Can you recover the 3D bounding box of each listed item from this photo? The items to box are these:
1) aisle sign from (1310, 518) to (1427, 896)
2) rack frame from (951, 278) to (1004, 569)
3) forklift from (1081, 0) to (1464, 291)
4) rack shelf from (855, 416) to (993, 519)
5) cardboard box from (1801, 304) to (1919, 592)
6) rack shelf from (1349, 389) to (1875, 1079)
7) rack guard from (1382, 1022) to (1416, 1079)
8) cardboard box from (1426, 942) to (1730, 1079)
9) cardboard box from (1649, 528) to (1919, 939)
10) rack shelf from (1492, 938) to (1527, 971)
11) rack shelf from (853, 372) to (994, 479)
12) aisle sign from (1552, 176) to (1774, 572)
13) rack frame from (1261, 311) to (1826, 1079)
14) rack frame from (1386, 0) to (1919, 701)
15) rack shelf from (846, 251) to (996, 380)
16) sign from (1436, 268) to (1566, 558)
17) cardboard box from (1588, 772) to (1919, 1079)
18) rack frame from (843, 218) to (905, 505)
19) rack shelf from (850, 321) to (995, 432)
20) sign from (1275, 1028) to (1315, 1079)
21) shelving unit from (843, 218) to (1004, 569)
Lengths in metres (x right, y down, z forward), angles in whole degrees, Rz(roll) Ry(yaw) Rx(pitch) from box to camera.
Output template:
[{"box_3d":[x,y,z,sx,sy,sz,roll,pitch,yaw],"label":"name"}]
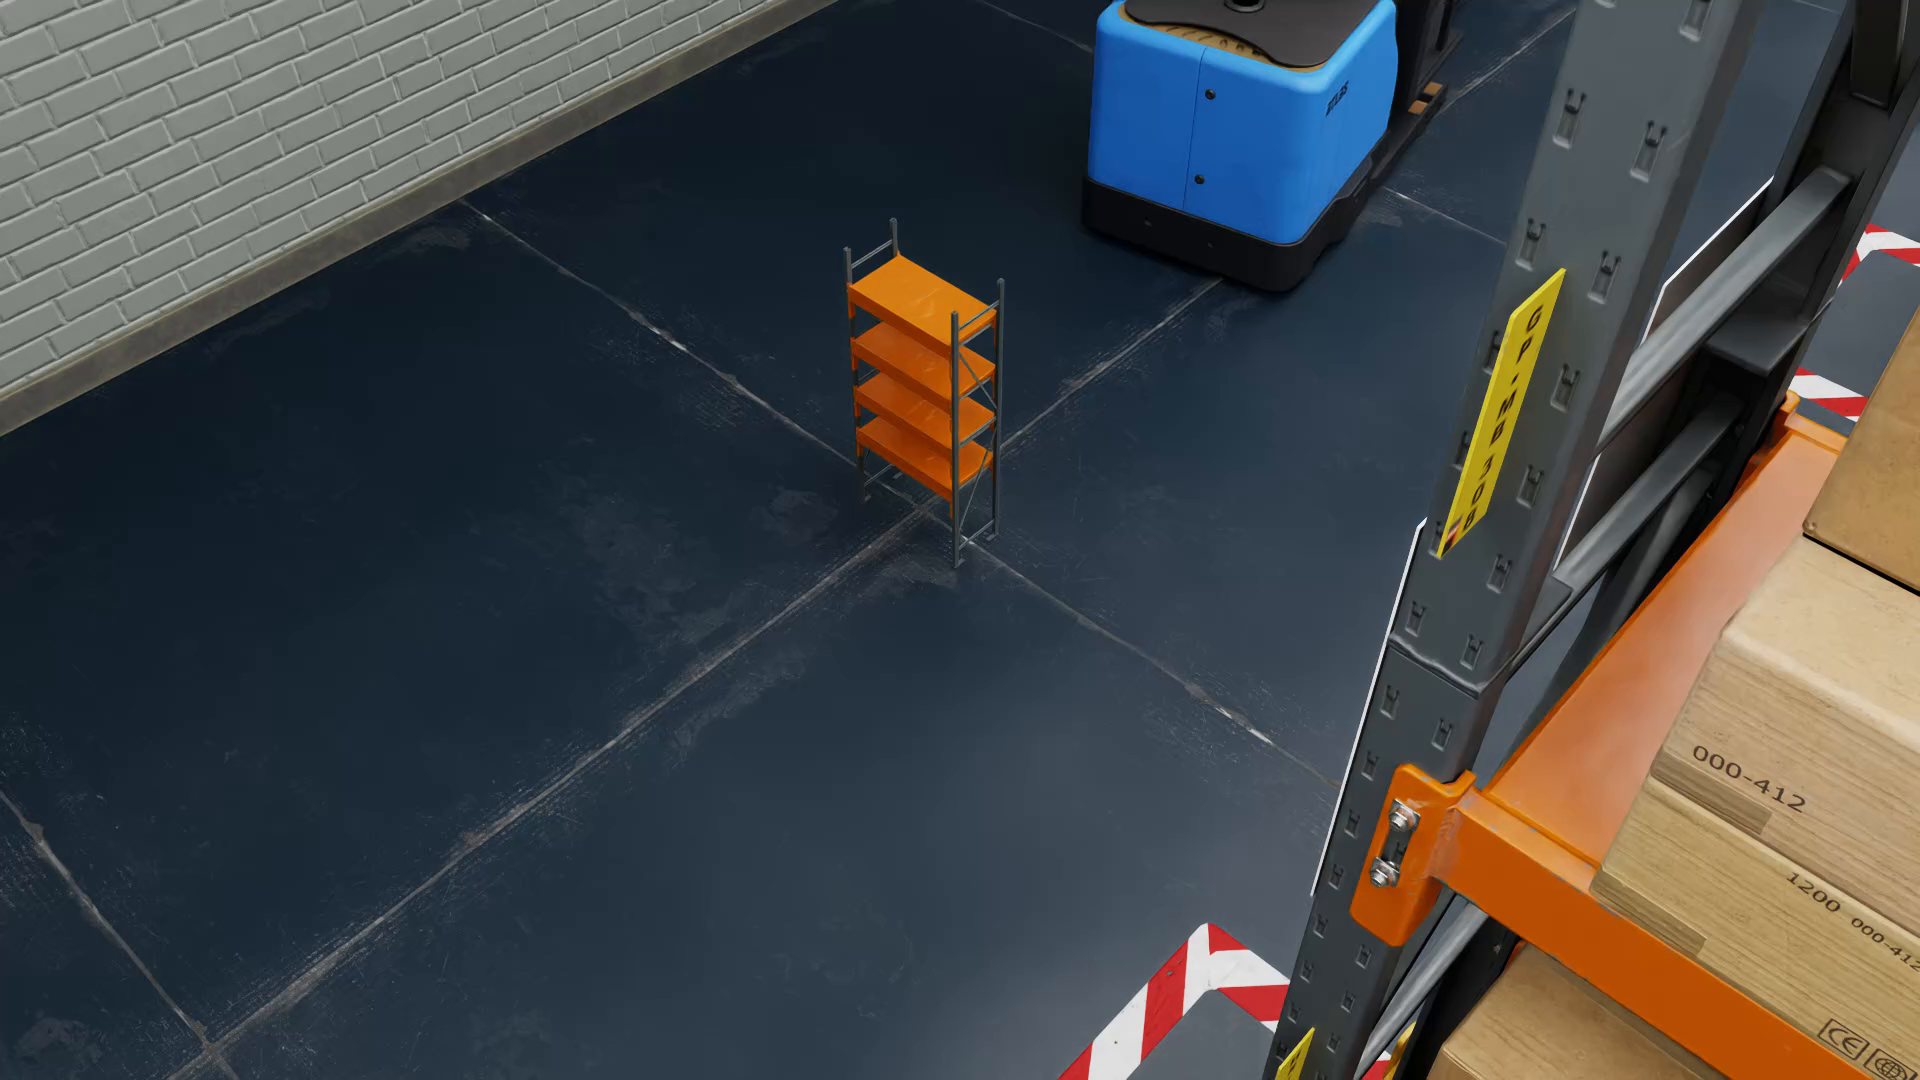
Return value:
[{"box_3d":[0.652,0.151,2.268,0.004,0.787,0.394,34,55,28],"label":"aisle sign"},{"box_3d":[0.058,-0.372,5.776,0.015,1.200,0.240,34,55,28],"label":"rack frame"},{"box_3d":[1.744,-3.136,7.184,1.130,2.935,3.031,24,51,21],"label":"forklift"},{"box_3d":[-0.122,-0.311,6.083,0.480,0.148,0.258,34,55,28],"label":"rack shelf"},{"box_3d":[1.290,-0.241,1.607,0.500,0.500,0.700,34,55,28],"label":"cardboard box"},{"box_3d":[2.371,1.125,1.572,4.000,0.370,1.077,34,55,28],"label":"rack shelf"},{"box_3d":[0.957,1.810,4.208,0.348,0.500,1.175,34,55,28],"label":"rack guard"},{"box_3d":[1.049,0.901,2.592,0.500,0.500,0.500,36,56,29],"label":"cardboard box"},{"box_3d":[1.103,0.164,1.741,0.500,0.250,0.500,34,55,28],"label":"cardboard box"},{"box_3d":[2.371,2.152,2.665,4.000,0.370,1.077,34,55,28],"label":"rack shelf"},{"box_3d":[-0.122,-0.446,5.938,0.480,0.148,0.258,34,55,28],"label":"rack shelf"},{"box_3d":[1.059,-0.171,2.570,0.004,0.787,0.394,34,55,28],"label":"aisle sign"},{"box_3d":[0.902,0.917,3.332,0.127,3.000,1.000,34,55,28],"label":"rack frame"},{"box_3d":[0.902,-1.137,1.145,0.127,3.000,1.000,34,55,28],"label":"rack frame"},{"box_3d":[-0.122,-0.762,5.603,0.480,0.148,0.258,34,55,28],"label":"rack shelf"},{"box_3d":[0.534,-0.118,1.646,0.005,0.325,0.100,34,55,28],"label":"sign"},{"box_3d":[1.107,0.332,1.926,0.500,0.250,0.500,34,55,28],"label":"cardboard box"},{"box_3d":[-0.301,-0.613,6.003,0.015,1.200,0.240,34,55,28],"label":"rack frame"},{"box_3d":[-0.122,-0.600,5.775,0.480,0.148,0.258,34,55,28],"label":"rack shelf"},{"box_3d":[0.534,0.911,2.743,0.005,0.325,0.100,34,55,28],"label":"sign"},{"box_3d":[-0.122,-0.493,5.889,0.503,1.200,0.258,34,55,28],"label":"shelving unit"}]
